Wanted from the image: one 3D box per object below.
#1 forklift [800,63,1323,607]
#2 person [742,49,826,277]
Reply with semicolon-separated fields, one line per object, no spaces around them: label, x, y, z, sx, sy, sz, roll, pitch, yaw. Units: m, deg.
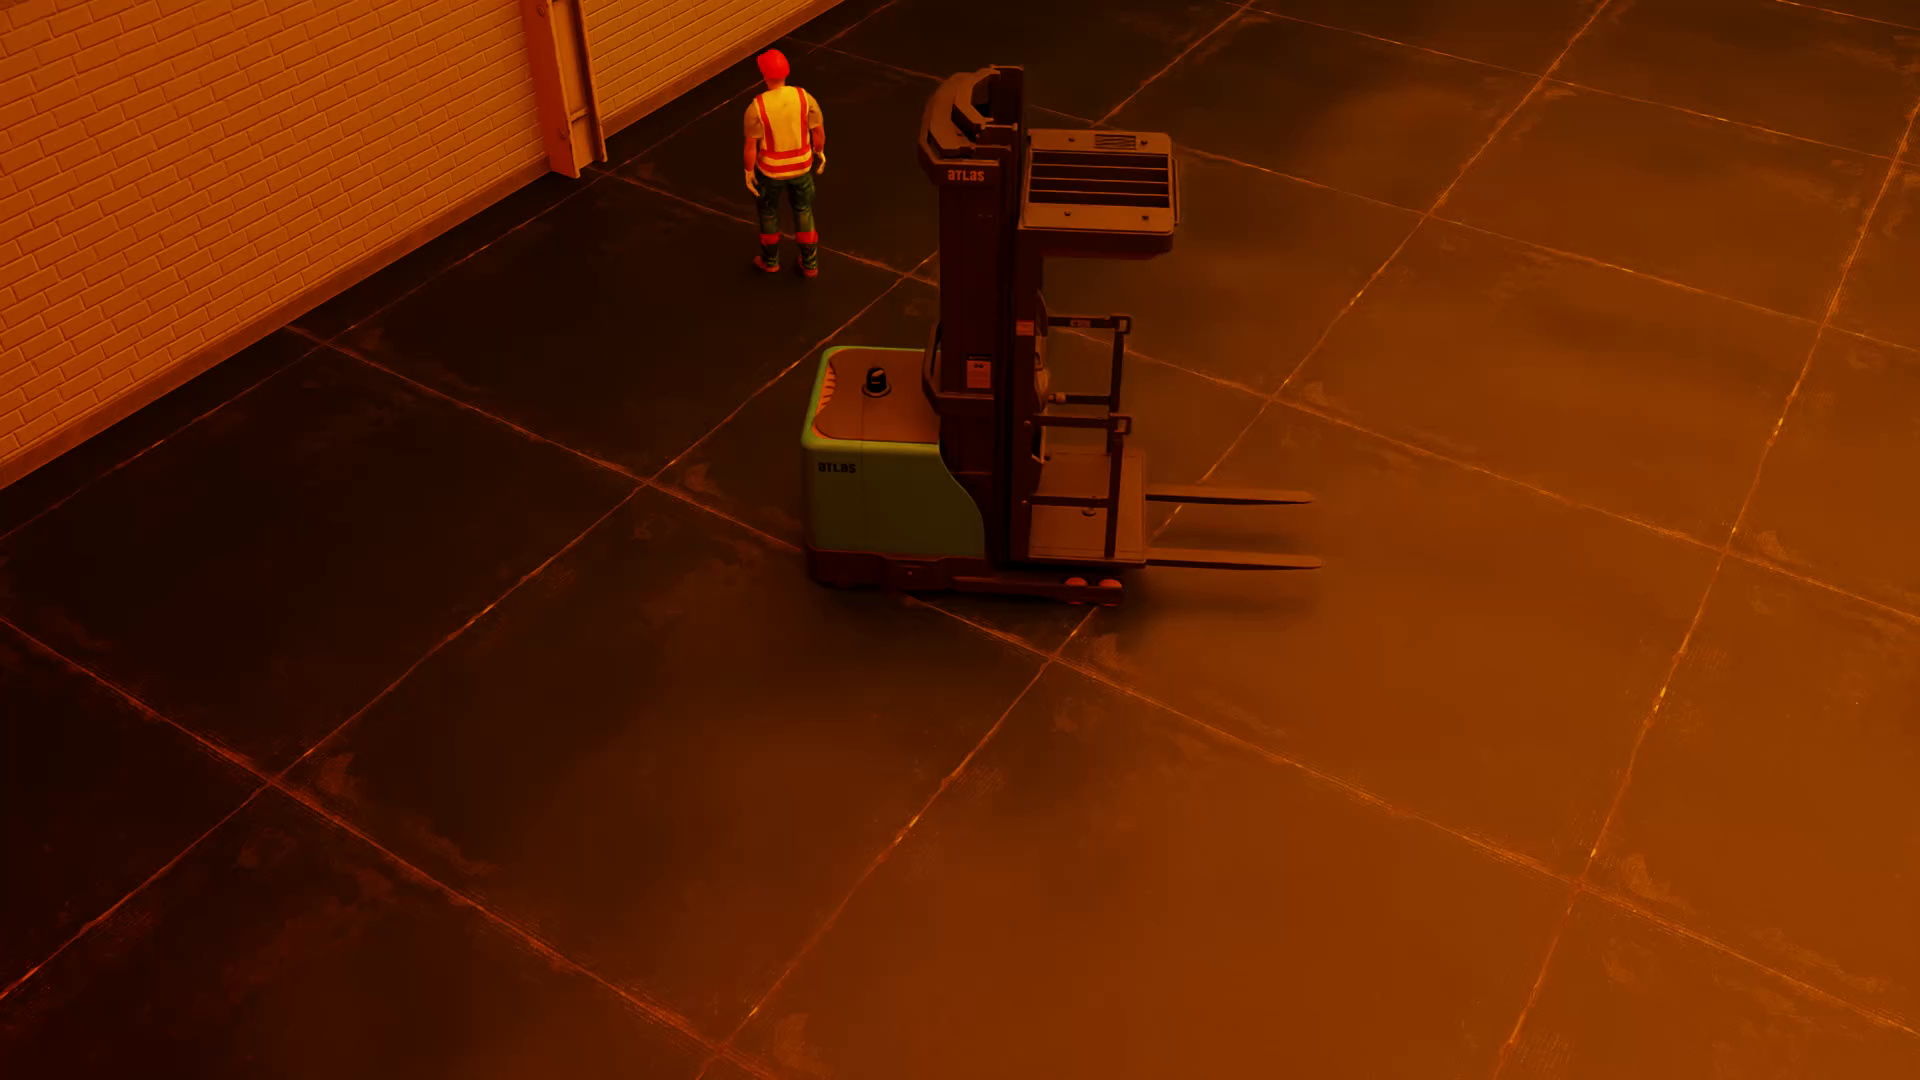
forklift;0.634;-1.086;9.249;3.031;2.935;1.130;3;40;3
person;-1.290;-2.744;12.115;0.631;1.811;0.500;-13;42;-15
